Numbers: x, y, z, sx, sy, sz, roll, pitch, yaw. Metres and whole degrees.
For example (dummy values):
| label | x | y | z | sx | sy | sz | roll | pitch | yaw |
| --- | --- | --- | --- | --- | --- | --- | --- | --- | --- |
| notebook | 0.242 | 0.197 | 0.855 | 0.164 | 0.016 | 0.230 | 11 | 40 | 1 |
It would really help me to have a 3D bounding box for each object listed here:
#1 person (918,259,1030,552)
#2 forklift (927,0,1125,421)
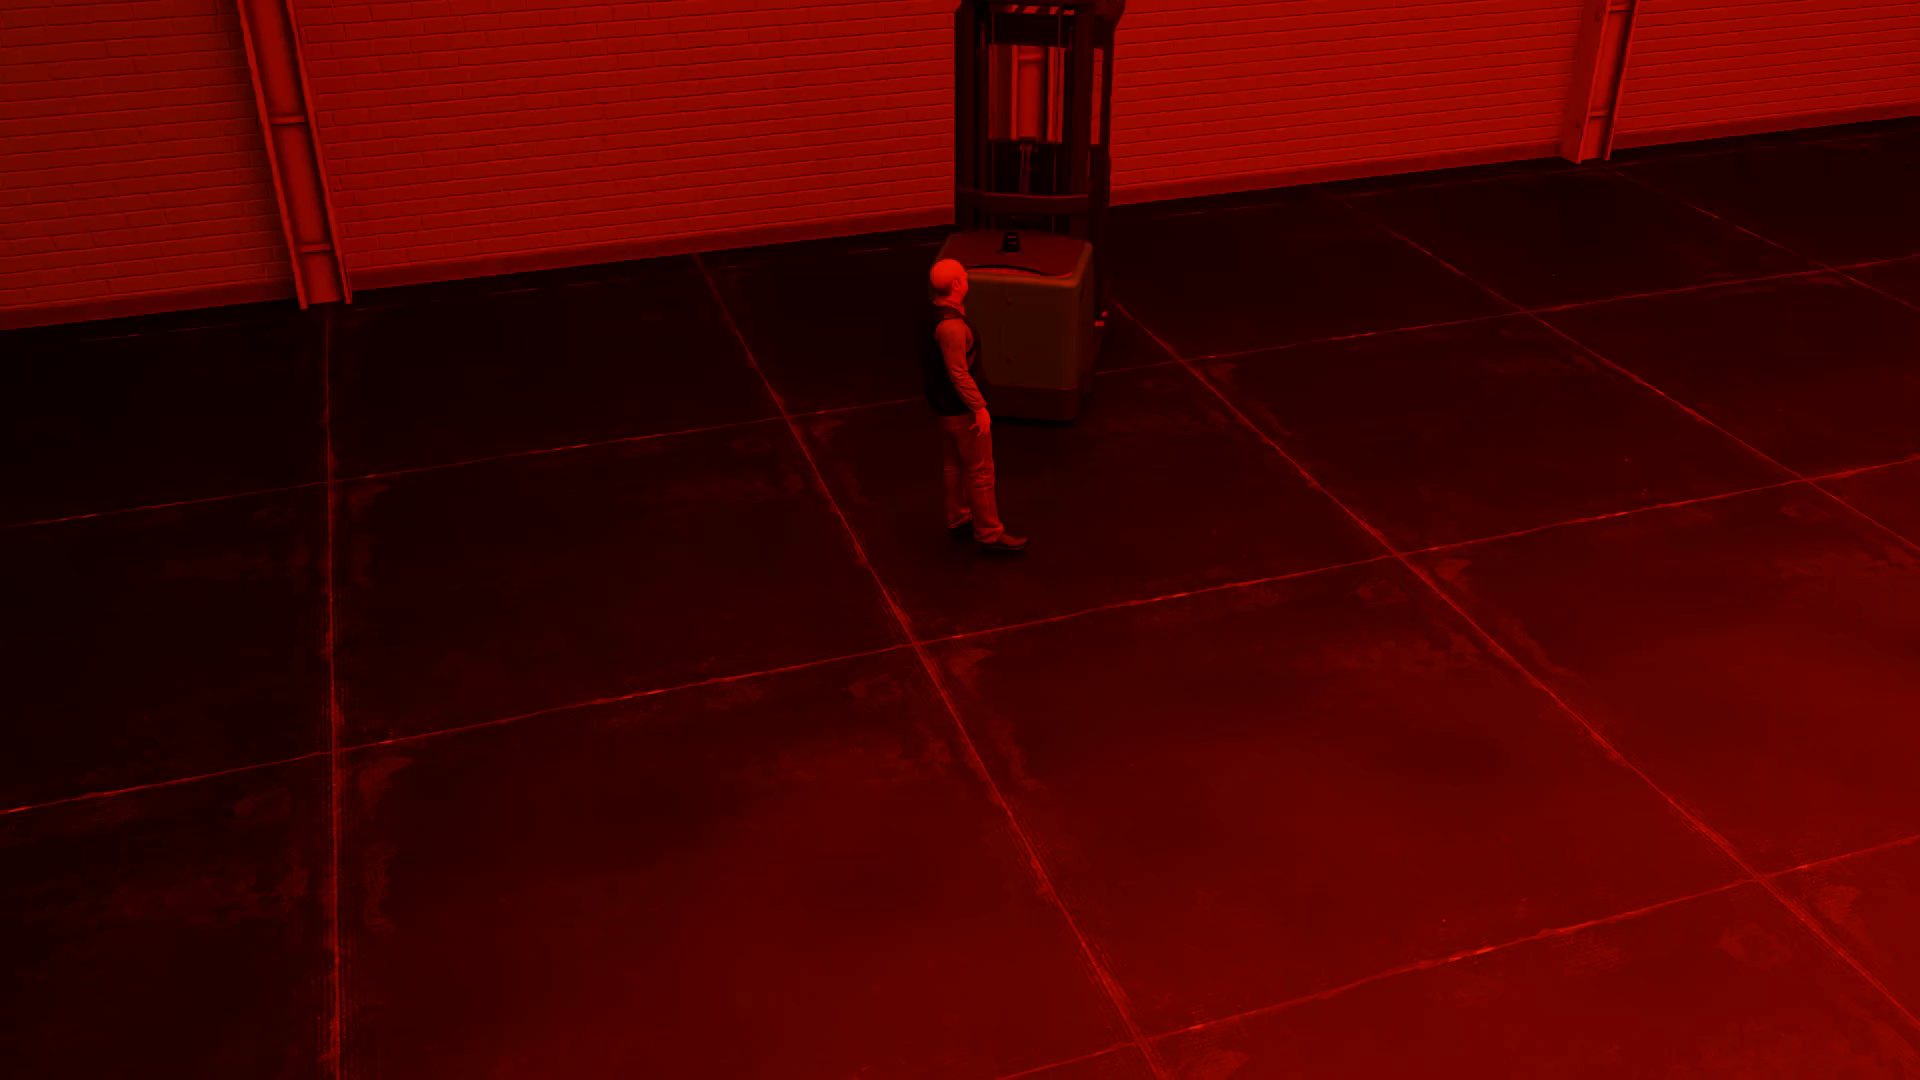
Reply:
| label | x | y | z | sx | sy | sz | roll | pitch | yaw |
| --- | --- | --- | --- | --- | --- | --- | --- | --- | --- |
| person | 0.061 | -0.793 | 9.583 | 0.568 | 1.720 | 0.631 | -10 | 31 | -16 |
| forklift | 0.552 | -2.794 | 11.944 | 1.130 | 2.935 | 3.031 | 5 | 30 | 9 |
